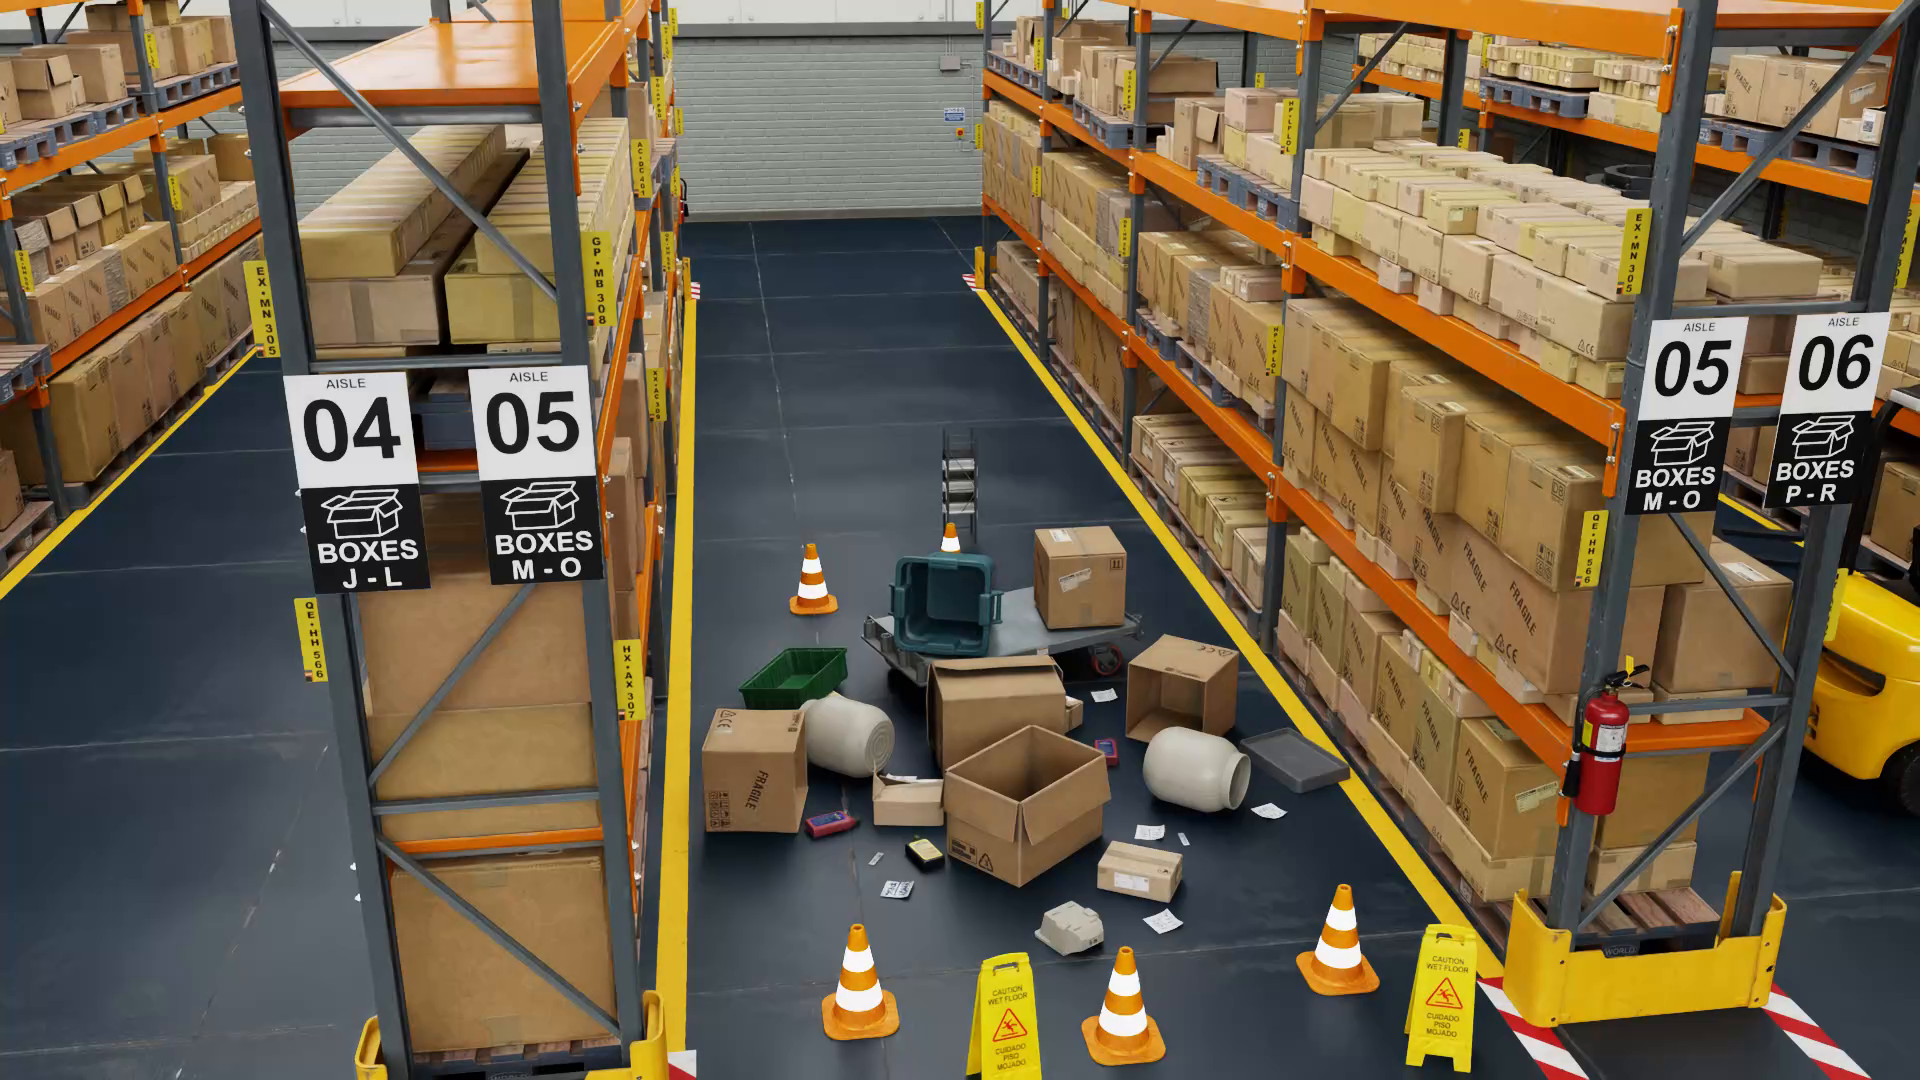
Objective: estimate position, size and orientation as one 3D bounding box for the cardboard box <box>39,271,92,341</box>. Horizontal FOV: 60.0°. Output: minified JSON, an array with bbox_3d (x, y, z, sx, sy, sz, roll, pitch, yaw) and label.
[{"bbox_3d":[-7.731,-1.971,14.064,0.500,0.500,0.500,-3,21,-9],"label":"cardboard box"}]

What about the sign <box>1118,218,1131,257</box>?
[{"bbox_3d":[1.404,-2.577,14.174,0.100,0.325,0.005,-3,21,-8],"label":"sign"}]

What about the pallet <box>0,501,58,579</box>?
[{"bbox_3d":[-7.743,0.013,12.880,1.003,0.211,1.213,-3,21,-8],"label":"pallet"}]

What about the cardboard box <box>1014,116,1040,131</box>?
[{"bbox_3d":[0.845,-4.889,19.519,0.380,0.149,0.250,-3,21,-8],"label":"cardboard box"}]

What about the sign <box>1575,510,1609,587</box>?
[{"bbox_3d":[2.554,0.037,6.725,0.100,0.325,0.005,-3,21,-8],"label":"sign"}]

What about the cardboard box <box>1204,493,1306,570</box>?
[{"bbox_3d":[2.344,-0.075,12.285,0.950,0.372,0.625,-2,21,-4],"label":"cardboard box"}]

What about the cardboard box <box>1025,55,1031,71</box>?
[{"bbox_3d":[0.929,-5.276,18.385,0.380,0.149,0.250,-2,21,-6],"label":"cardboard box"}]

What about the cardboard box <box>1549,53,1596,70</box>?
[{"bbox_3d":[6.150,-4.803,16.691,0.380,0.149,0.250,-3,21,-7],"label":"cardboard box"}]

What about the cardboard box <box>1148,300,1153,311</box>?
[{"bbox_3d":[1.816,-2.021,14.099,0.380,0.149,0.250,-4,21,-11],"label":"cardboard box"}]

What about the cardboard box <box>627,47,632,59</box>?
[{"bbox_3d":[-3.415,-4.273,15.335,0.797,0.503,0.637,-3,21,-8],"label":"cardboard box"}]

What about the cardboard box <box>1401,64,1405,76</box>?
[{"bbox_3d":[5.686,-5.807,20.550,0.380,0.149,0.250,-3,21,-8],"label":"cardboard box"}]

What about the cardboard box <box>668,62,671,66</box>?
[{"bbox_3d":[-3.618,-5.391,19.291,0.500,0.250,0.500,-2,21,-5],"label":"cardboard box"}]

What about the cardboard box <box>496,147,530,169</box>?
[{"bbox_3d":[-2.561,-1.929,8.852,0.500,0.250,0.500,-3,21,-7],"label":"cardboard box"}]

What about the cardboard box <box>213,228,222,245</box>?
[{"bbox_3d":[-8.297,-3.312,18.156,0.380,0.149,0.250,-3,21,-9],"label":"cardboard box"}]

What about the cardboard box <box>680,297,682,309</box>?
[{"bbox_3d":[-3.565,-2.889,20.138,0.380,0.149,0.250,-4,21,-10],"label":"cardboard box"}]

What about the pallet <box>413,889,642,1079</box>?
[{"bbox_3d":[-1.970,2.024,7.495,1.003,0.211,1.213,-3,21,-8],"label":"pallet"}]

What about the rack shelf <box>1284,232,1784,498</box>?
[{"bbox_3d":[2.818,-1.055,8.494,1.077,0.370,4.000,-3,21,-8],"label":"rack shelf"}]

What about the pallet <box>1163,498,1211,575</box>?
[{"bbox_3d":[2.237,-0.065,13.090,1.003,0.211,1.213,-3,21,-8],"label":"pallet"}]

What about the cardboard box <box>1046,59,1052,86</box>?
[{"bbox_3d":[1.102,-4.797,17.077,0.396,0.266,0.258,-3,21,-8],"label":"cardboard box"}]

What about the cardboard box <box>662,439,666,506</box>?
[{"bbox_3d":[-2.932,-0.707,13.436,1.050,0.750,0.750,-3,21,-8],"label":"cardboard box"}]

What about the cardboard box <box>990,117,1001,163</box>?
[{"bbox_3d":[0.668,-4.990,20.717,0.500,0.500,0.500,-3,21,-9],"label":"cardboard box"}]

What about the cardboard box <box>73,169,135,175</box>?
[{"bbox_3d":[-8.761,-3.515,17.058,0.500,0.500,0.500,-2,21,-6],"label":"cardboard box"}]

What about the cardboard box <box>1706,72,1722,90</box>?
[{"bbox_3d":[6.522,-4.081,14.787,0.380,0.149,0.250,-2,21,-6],"label":"cardboard box"}]

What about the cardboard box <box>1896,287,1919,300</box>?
[{"bbox_3d":[7.471,-1.858,12.833,0.380,0.149,0.250,-3,21,-8],"label":"cardboard box"}]

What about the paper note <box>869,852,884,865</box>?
[{"bbox_3d":[-0.440,1.672,8.725,0.032,0.001,0.123,8,22,20],"label":"paper note"}]

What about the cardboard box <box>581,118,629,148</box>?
[{"bbox_3d":[-1.986,-2.188,8.977,0.380,0.149,0.250,-3,21,-8],"label":"cardboard box"}]

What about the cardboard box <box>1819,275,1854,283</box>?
[{"bbox_3d":[6.948,-2.009,13.239,0.380,0.149,0.250,-3,21,-8],"label":"cardboard box"}]

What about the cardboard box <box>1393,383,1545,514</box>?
[{"bbox_3d":[2.575,-0.461,8.167,0.700,0.500,0.500,-3,21,-8],"label":"cardboard box"}]

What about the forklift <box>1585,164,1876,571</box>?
[{"bbox_3d":[5.270,-1.218,12.287,3.031,2.935,1.130,6,21,16],"label":"forklift"}]

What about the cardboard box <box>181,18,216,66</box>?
[{"bbox_3d":[-8.917,-5.651,18.887,0.700,0.500,0.500,-4,21,-10],"label":"cardboard box"}]

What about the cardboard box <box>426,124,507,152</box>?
[{"bbox_3d":[-2.638,-2.156,8.890,0.380,0.149,0.250,-3,21,-7],"label":"cardboard box"}]

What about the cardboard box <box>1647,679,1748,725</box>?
[{"bbox_3d":[3.262,0.696,7.426,0.380,0.149,0.250,-3,21,-8],"label":"cardboard box"}]

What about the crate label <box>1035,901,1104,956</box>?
[{"bbox_3d":[0.543,1.868,8.019,0.250,0.136,0.298,-15,25,-35],"label":"crate label"}]

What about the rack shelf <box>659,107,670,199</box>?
[{"bbox_3d":[-3.219,-3.540,15.148,1.077,0.370,4.000,-3,21,-8],"label":"rack shelf"}]

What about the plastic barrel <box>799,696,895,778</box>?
[{"bbox_3d":[-0.673,1.128,9.591,0.512,0.421,0.421,12,24,30],"label":"plastic barrel"}]

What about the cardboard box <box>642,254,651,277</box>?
[{"bbox_3d":[-2.807,-2.308,14.018,0.380,0.149,0.250,-3,21,-8],"label":"cardboard box"}]

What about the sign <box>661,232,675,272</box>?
[{"bbox_3d":[-2.382,-2.351,13.568,0.100,0.325,0.005,-3,21,-8],"label":"sign"}]

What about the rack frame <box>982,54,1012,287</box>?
[{"bbox_3d":[0.800,-4.834,21.871,1.000,3.000,0.127,-3,21,-8],"label":"rack frame"}]

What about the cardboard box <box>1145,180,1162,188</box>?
[{"bbox_3d":[1.983,-3.113,15.693,0.500,0.500,0.500,-2,21,-6],"label":"cardboard box"}]

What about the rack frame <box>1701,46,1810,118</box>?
[{"bbox_3d":[6.864,-5.126,14.079,1.000,3.000,0.127,-3,21,-8],"label":"rack frame"}]

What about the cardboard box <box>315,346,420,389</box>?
[{"bbox_3d":[-2.161,-0.638,5.967,0.380,0.149,0.250,-3,21,-8],"label":"cardboard box"}]

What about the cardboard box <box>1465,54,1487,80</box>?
[{"bbox_3d":[5.970,-5.329,18.700,0.500,0.250,0.500,-3,21,-8],"label":"cardboard box"}]

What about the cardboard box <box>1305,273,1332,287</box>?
[{"bbox_3d":[2.553,-1.917,11.967,0.380,0.149,0.250,-2,21,-5],"label":"cardboard box"}]

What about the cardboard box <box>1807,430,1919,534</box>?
[{"bbox_3d":[7.250,-0.464,12.965,0.875,0.625,0.625,-3,21,-8],"label":"cardboard box"}]

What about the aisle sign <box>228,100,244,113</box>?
[{"bbox_3d":[-8.720,-5.592,20.185,0.394,0.787,0.004,-3,21,-8],"label":"aisle sign"}]

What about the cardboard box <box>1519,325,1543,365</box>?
[{"bbox_3d":[2.705,-0.869,7.328,0.380,0.149,0.250,-2,21,-6],"label":"cardboard box"}]

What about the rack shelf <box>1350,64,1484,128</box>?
[{"bbox_3d":[5.999,-5.461,20.292,1.077,0.370,4.000,-3,21,-8],"label":"rack shelf"}]

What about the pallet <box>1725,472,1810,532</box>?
[{"bbox_3d":[7.117,-0.301,13.720,1.003,0.211,1.213,-3,21,-8],"label":"pallet"}]

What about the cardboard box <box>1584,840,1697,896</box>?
[{"bbox_3d":[3.263,1.504,8.232,0.500,0.250,0.500,-3,21,-8],"label":"cardboard box"}]

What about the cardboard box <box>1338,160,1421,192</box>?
[{"bbox_3d":[2.347,-2.034,9.307,0.380,0.149,0.250,-4,21,-10],"label":"cardboard box"}]

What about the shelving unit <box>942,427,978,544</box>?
[{"bbox_3d":[-0.001,-0.424,13.066,0.258,0.900,0.210,-3,21,-8],"label":"shelving unit"}]

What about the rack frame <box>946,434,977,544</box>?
[{"bbox_3d":[0.013,-0.389,12.972,0.240,0.900,0.006,-3,21,-8],"label":"rack frame"}]

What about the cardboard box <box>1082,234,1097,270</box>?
[{"bbox_3d":[1.460,-2.736,15.755,0.500,0.250,0.500,-3,21,-9],"label":"cardboard box"}]

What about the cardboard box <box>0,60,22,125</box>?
[{"bbox_3d":[-8.224,-3.715,13.845,0.500,0.500,0.500,-2,21,-5],"label":"cardboard box"}]

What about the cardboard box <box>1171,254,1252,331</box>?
[{"bbox_3d":[1.954,-1.916,12.890,0.500,0.500,0.500,-3,21,-7],"label":"cardboard box"}]

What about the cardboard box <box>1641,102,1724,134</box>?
[{"bbox_3d":[6.550,-3.816,15.073,0.500,0.250,0.500,-4,21,-10],"label":"cardboard box"}]

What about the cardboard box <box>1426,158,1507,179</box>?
[{"bbox_3d":[2.853,-2.060,9.378,0.380,0.149,0.250,-2,21,-6],"label":"cardboard box"}]
